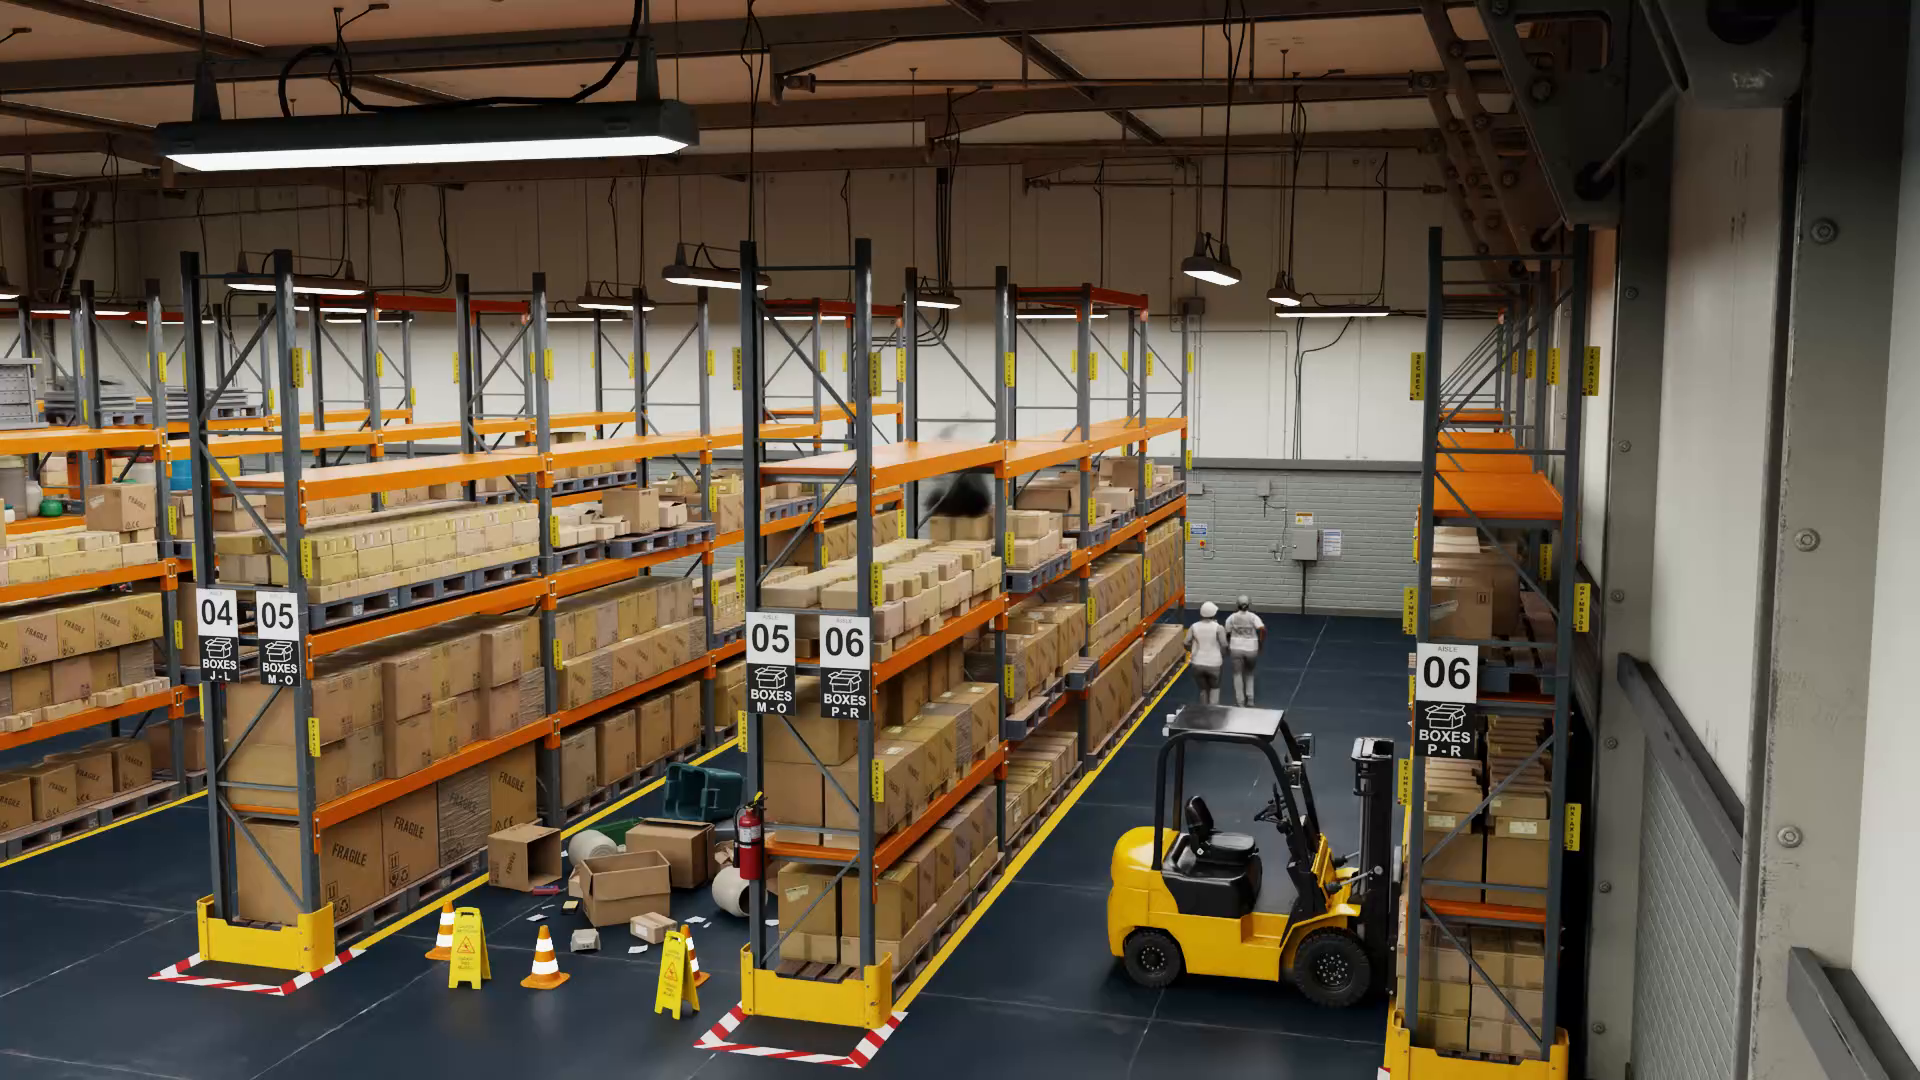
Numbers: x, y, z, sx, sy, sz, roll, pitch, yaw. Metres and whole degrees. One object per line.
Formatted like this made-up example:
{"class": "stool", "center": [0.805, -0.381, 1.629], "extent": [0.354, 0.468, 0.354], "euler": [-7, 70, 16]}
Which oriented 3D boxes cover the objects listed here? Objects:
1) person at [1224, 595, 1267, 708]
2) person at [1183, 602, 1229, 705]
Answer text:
{"class": "person", "center": [4.117, 1.653, 24.144], "extent": [0.574, 1.712, 0.716], "euler": [0, 6, 1]}
{"class": "person", "center": [3.424, 1.726, 23.136], "extent": [0.658, 1.746, 0.631], "euler": [2, 7, 19]}
